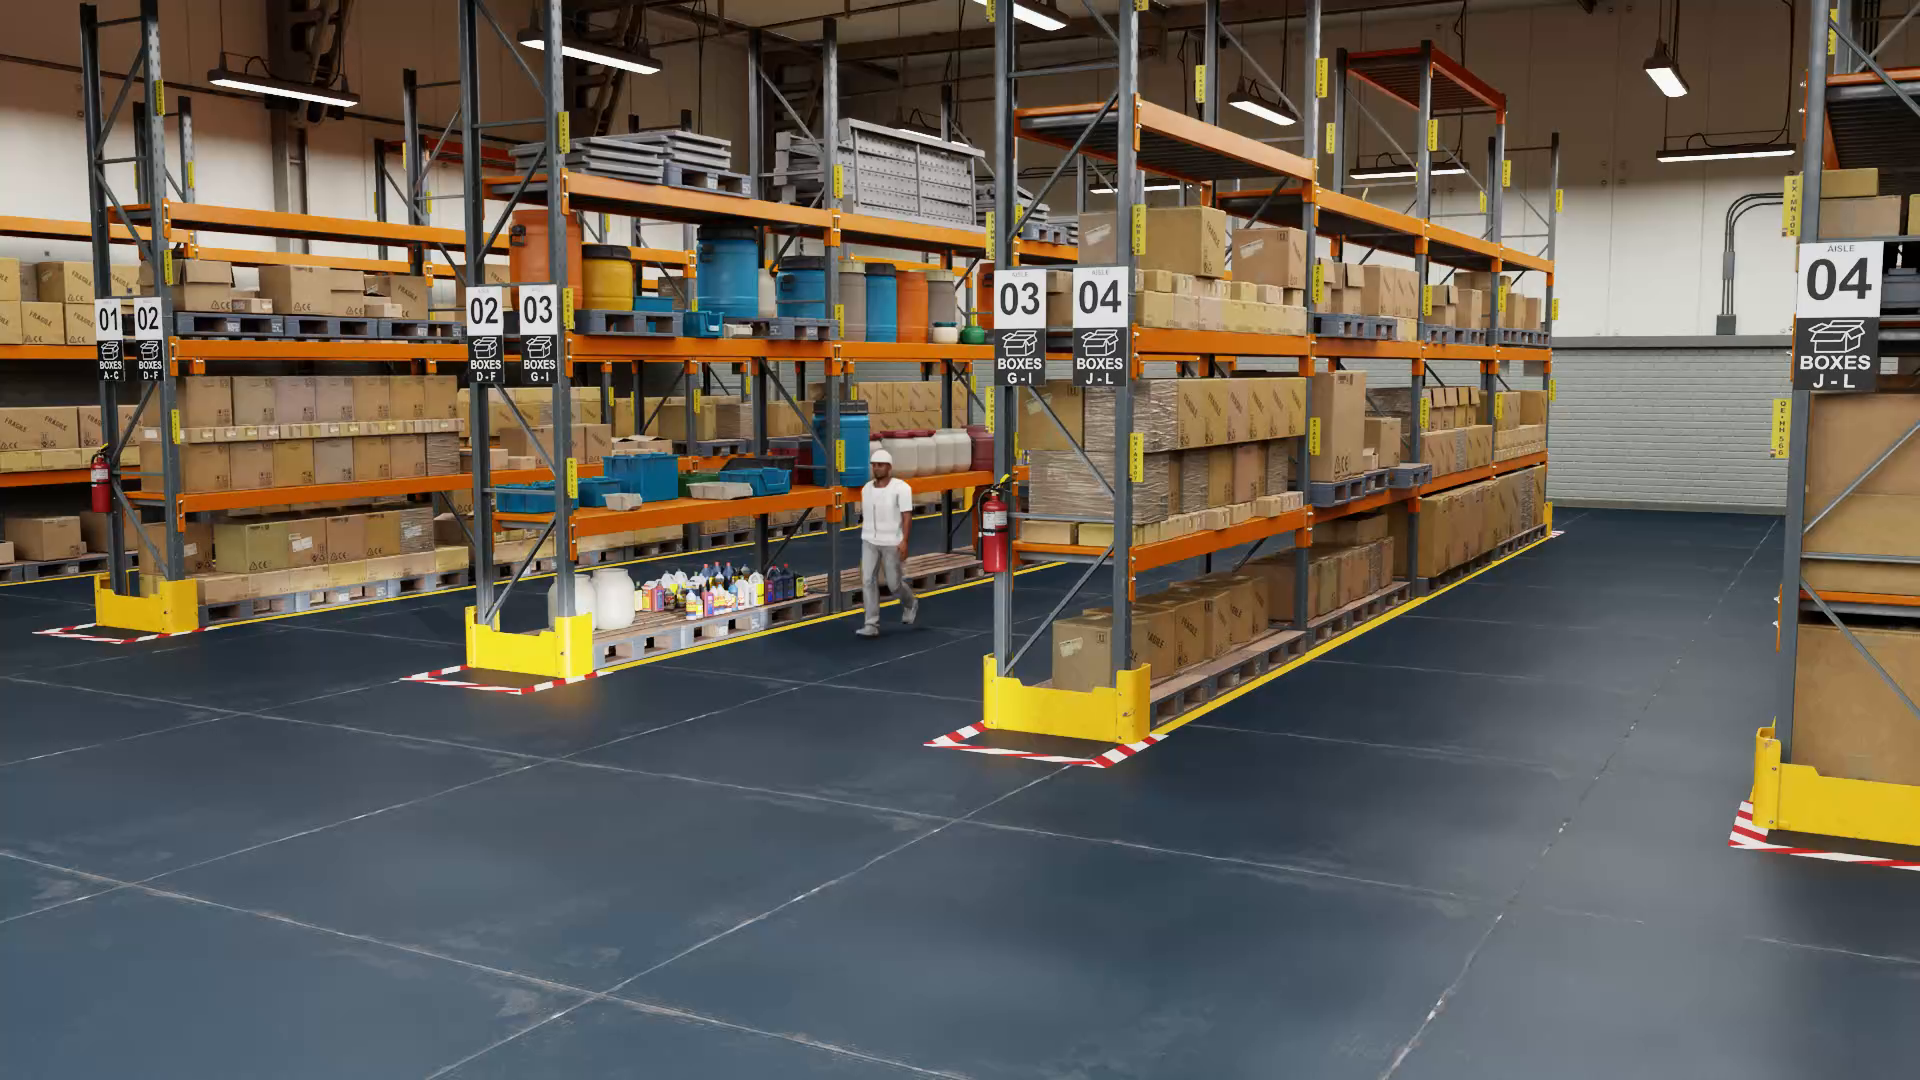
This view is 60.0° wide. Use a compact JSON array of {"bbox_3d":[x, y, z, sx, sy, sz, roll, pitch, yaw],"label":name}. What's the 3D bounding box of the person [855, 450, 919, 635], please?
[{"bbox_3d":[-0.700,0.018,15.757,0.581,1.748,0.840,3,7,26],"label":"person"}]
